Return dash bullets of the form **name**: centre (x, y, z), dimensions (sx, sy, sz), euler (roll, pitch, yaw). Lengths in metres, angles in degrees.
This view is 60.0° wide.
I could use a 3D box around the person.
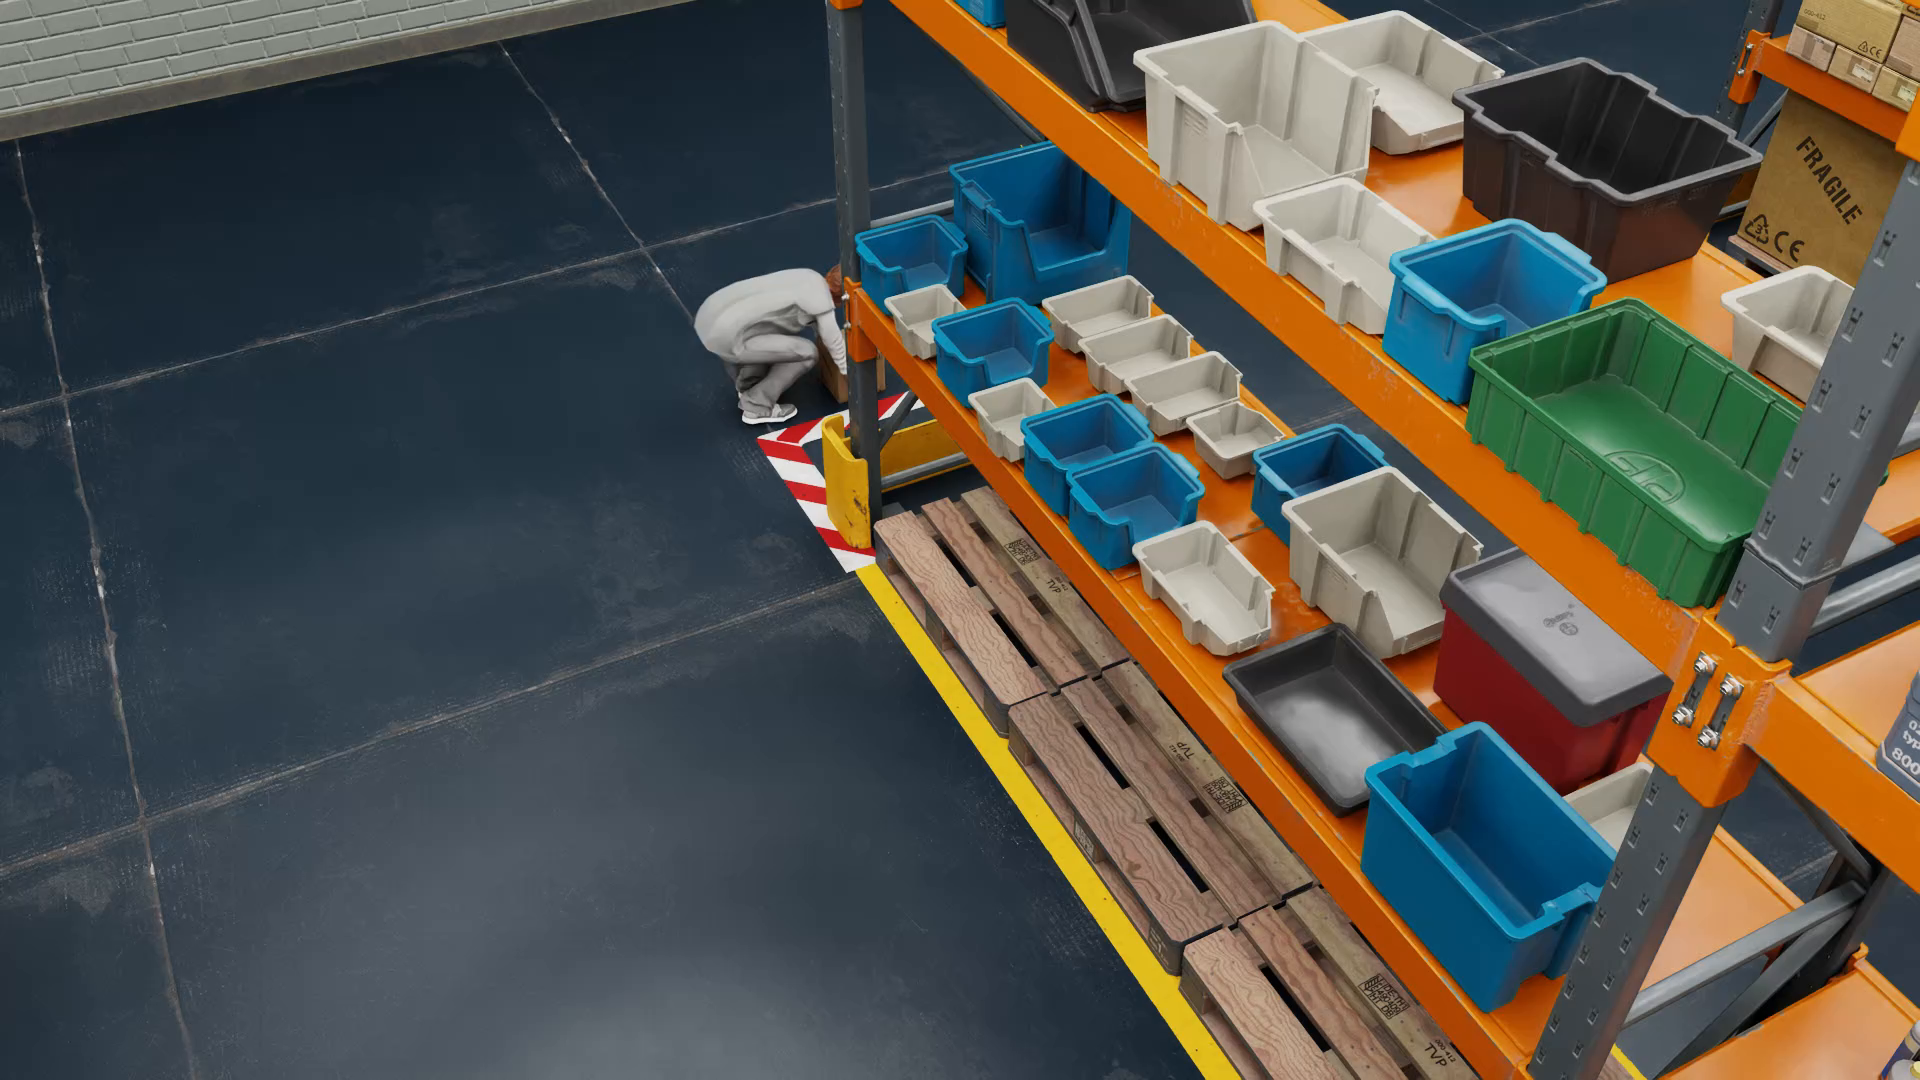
- **person**: centre (-0.822, -0.940, 7.988), dimensions (0.858, 0.692, 0.414), euler (-15, 44, -17)
